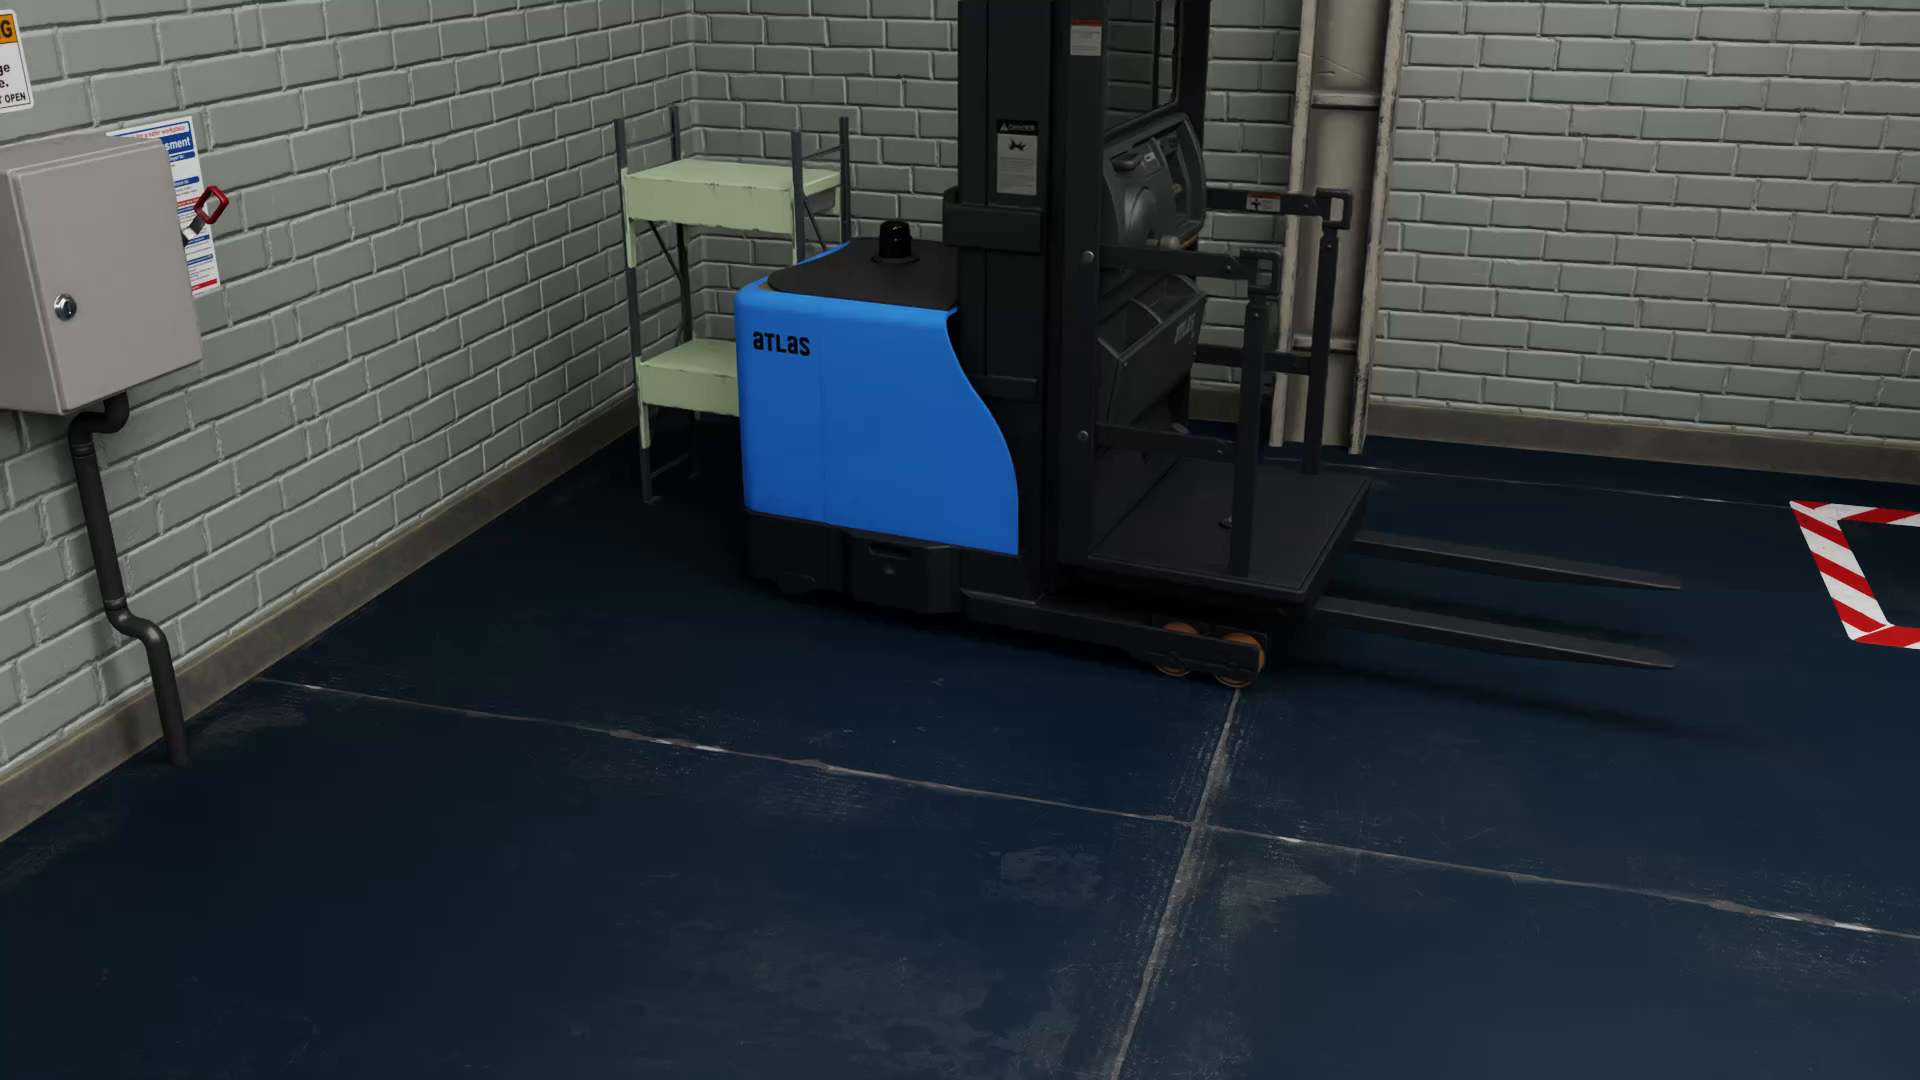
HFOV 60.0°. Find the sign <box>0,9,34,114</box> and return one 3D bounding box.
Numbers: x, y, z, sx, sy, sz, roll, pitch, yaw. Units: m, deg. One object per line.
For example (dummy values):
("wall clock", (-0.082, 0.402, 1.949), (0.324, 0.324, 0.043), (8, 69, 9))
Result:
("sign", (-2.399, -1.149, 4.030), (0.001, 0.242, 0.339), (7, 23, 16))

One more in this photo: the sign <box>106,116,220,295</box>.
("sign", (-2.240, -0.923, 4.692), (0.001, 0.494, 0.329), (7, 23, 16))

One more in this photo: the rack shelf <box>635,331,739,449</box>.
("rack shelf", (-0.834, -0.548, 6.488), (0.720, 0.370, 0.431), (9, 24, 22))

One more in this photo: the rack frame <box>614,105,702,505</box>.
("rack frame", (-1.170, -0.905, 6.499), (0.023, 1.500, 0.400), (9, 24, 22))

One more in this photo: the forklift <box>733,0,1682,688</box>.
("forklift", (0.801, -1.128, 5.157), (3.031, 2.935, 1.130), (9, 24, 22))

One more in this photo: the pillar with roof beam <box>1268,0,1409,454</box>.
("pillar with roof beam", (0.340, -3.046, 1.838), (0.400, 9.000, 9.100), (7, 23, 16))

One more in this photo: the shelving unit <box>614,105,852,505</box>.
("shelving unit", (-0.834, -0.849, 6.364), (0.755, 1.500, 0.431), (9, 24, 22))

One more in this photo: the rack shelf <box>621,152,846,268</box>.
("rack shelf", (-0.834, -1.210, 6.216), (0.720, 0.370, 0.431), (9, 24, 22))

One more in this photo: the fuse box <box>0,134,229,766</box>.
("fuse box", (-2.185, -0.168, 4.425), (0.414, 1.711, 0.539), (7, 23, 16))

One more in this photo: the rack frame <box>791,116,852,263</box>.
("rack frame", (-0.499, -0.794, 6.229), (0.023, 1.500, 0.400), (9, 24, 22))
